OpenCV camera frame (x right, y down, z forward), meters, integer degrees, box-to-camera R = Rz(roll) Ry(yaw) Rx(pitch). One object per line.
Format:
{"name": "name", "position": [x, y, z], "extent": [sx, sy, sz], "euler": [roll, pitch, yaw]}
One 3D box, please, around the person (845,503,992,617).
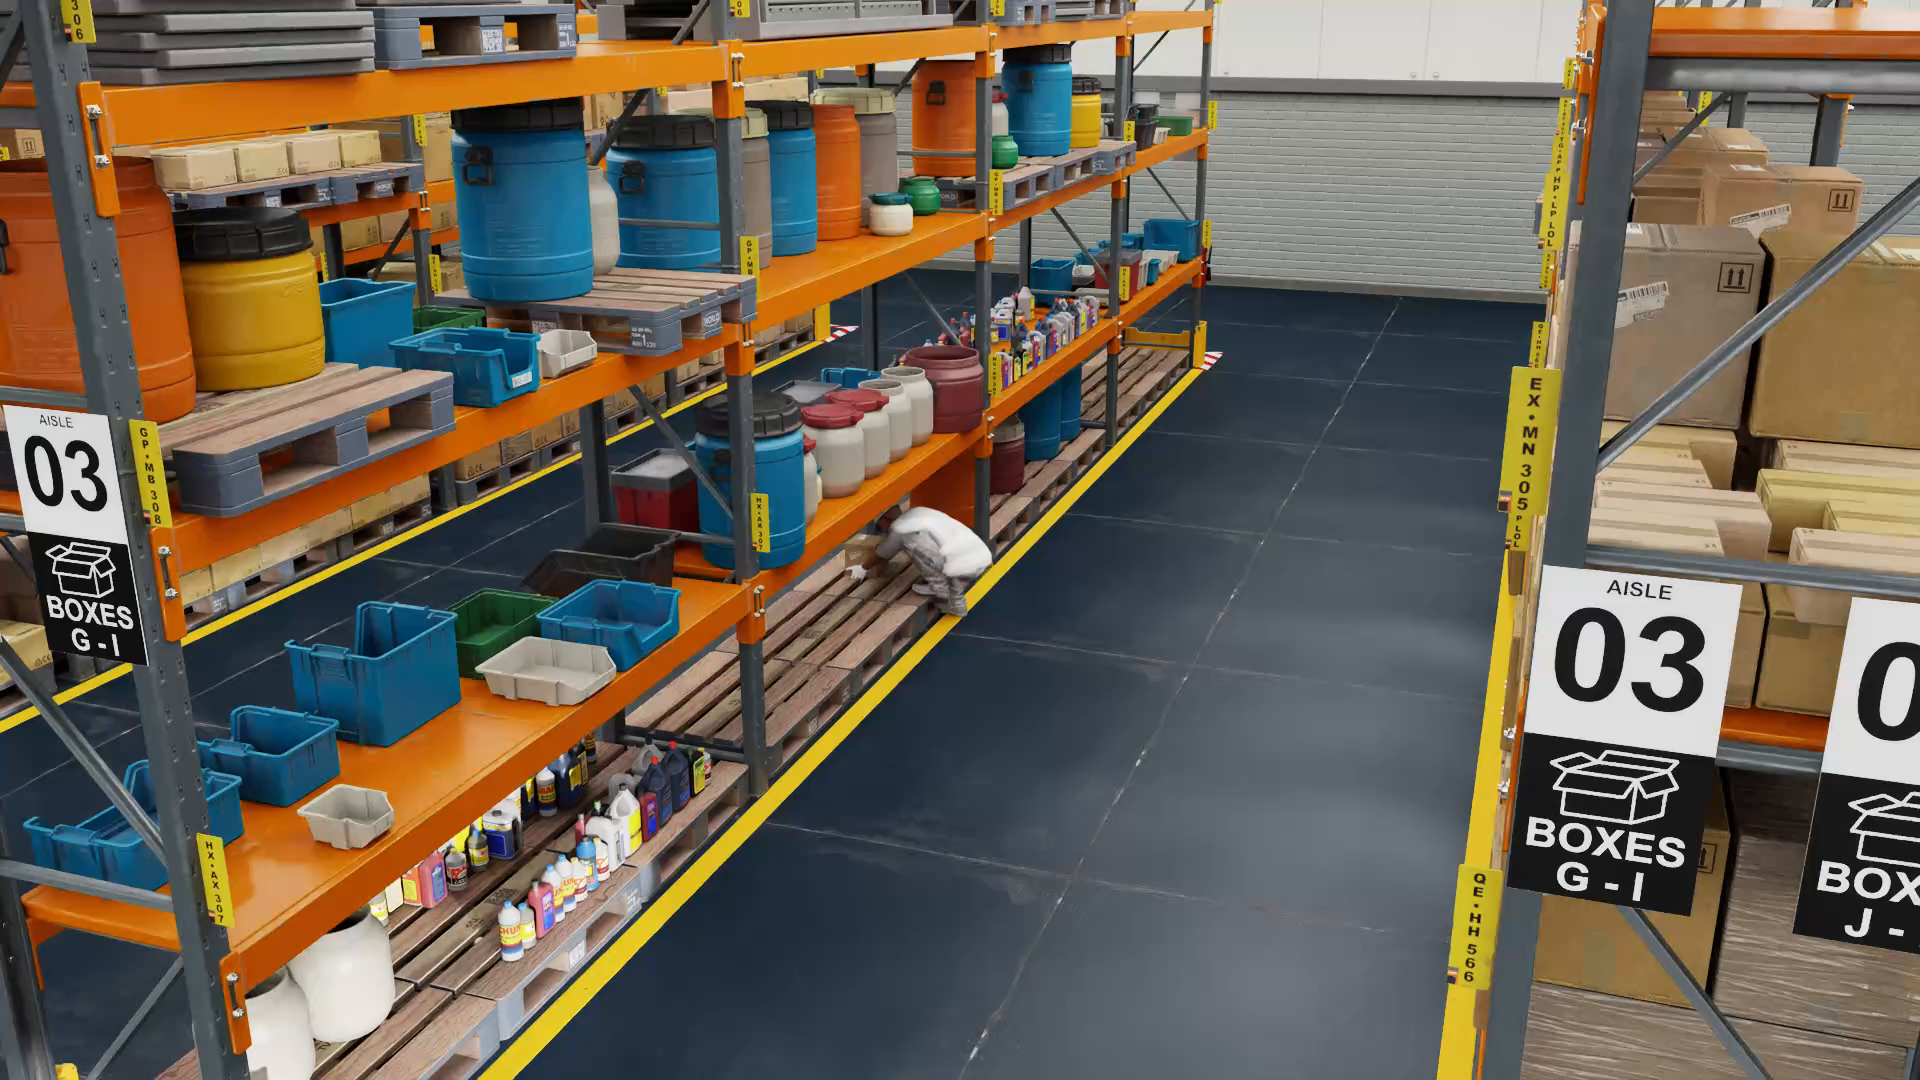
{"name": "person", "position": [-0.345, 0.130, 12.144], "extent": [1.199, 0.837, 0.543], "euler": [13, 22, 33]}
